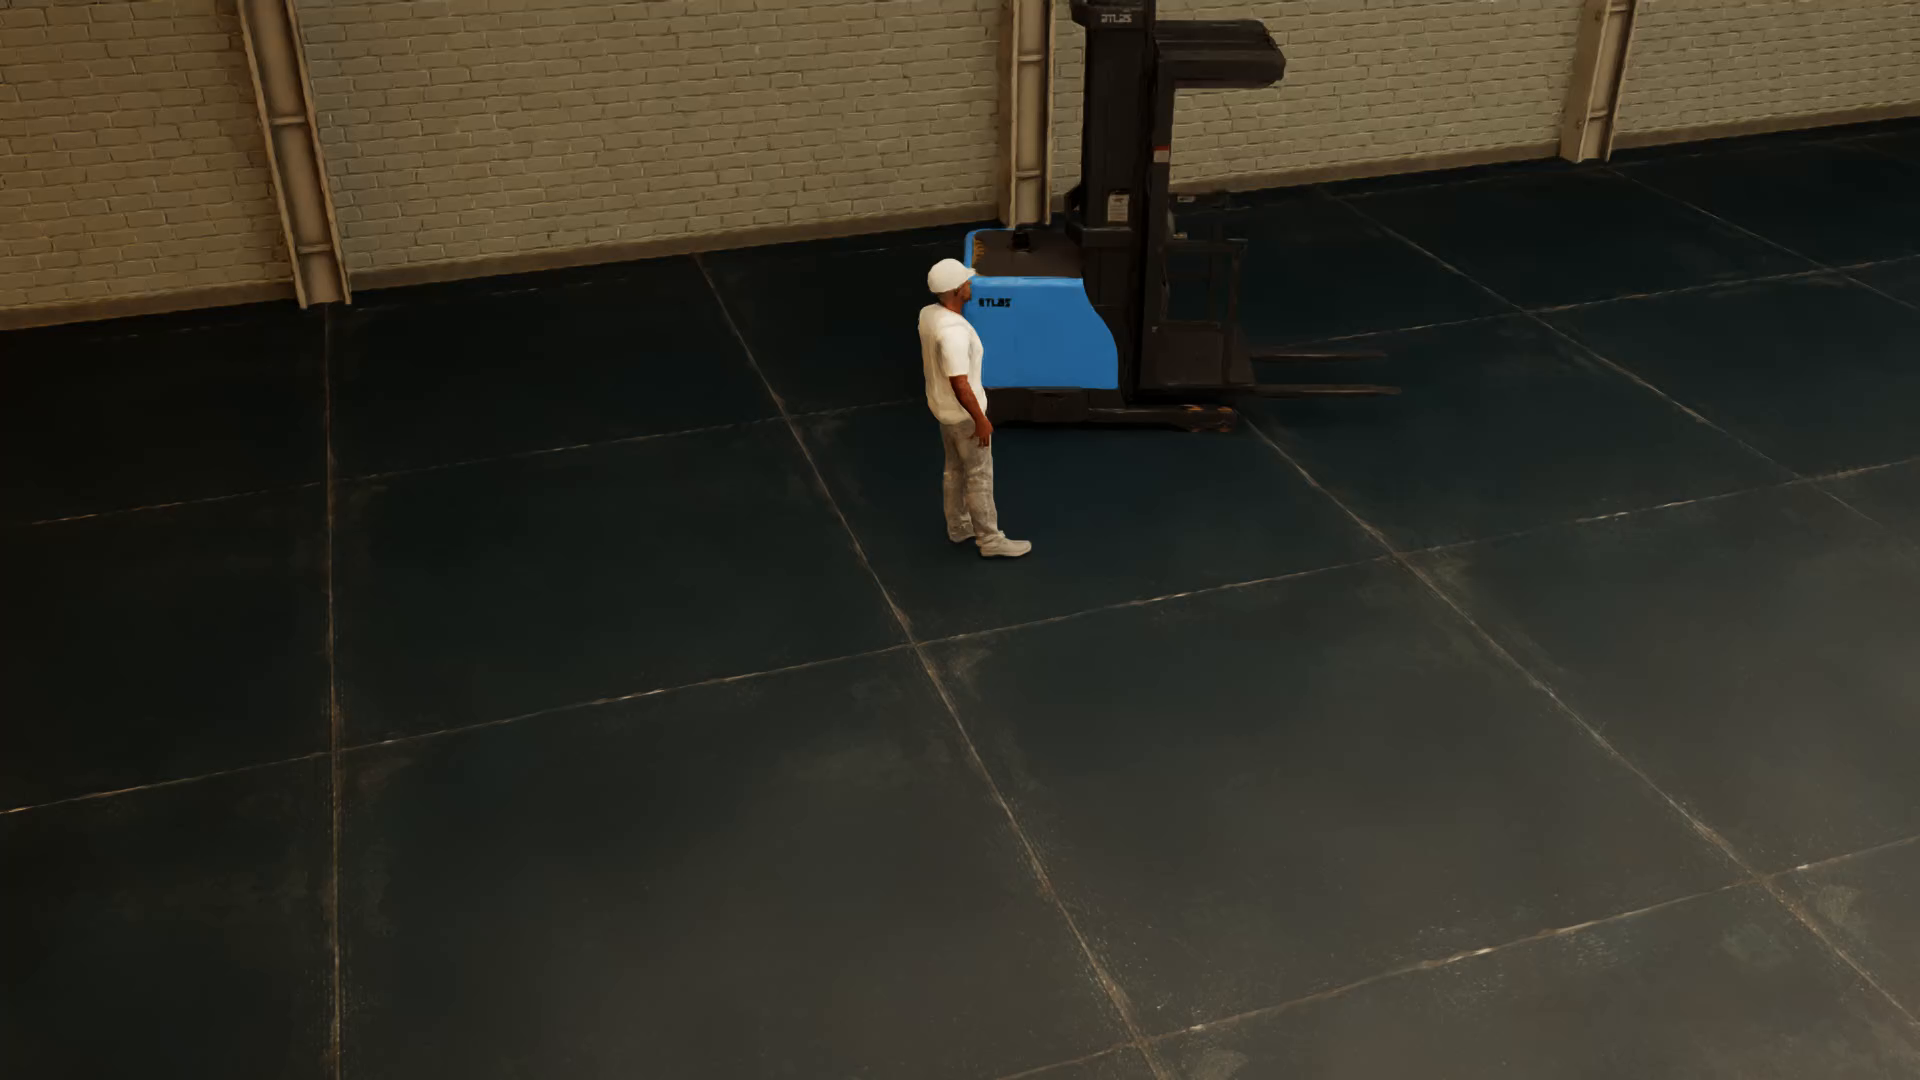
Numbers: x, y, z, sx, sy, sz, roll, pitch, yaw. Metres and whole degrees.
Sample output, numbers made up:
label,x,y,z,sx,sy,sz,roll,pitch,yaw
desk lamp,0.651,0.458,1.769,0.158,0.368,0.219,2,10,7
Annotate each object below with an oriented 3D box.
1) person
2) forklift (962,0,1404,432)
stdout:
label,x,y,z,sx,sy,sz,roll,pitch,yaw
person,0.068,-0.780,9.597,0.576,1.766,0.665,-10,31,-16
forklift,1.524,-2.272,11.037,3.031,2.935,1.130,1,30,1
